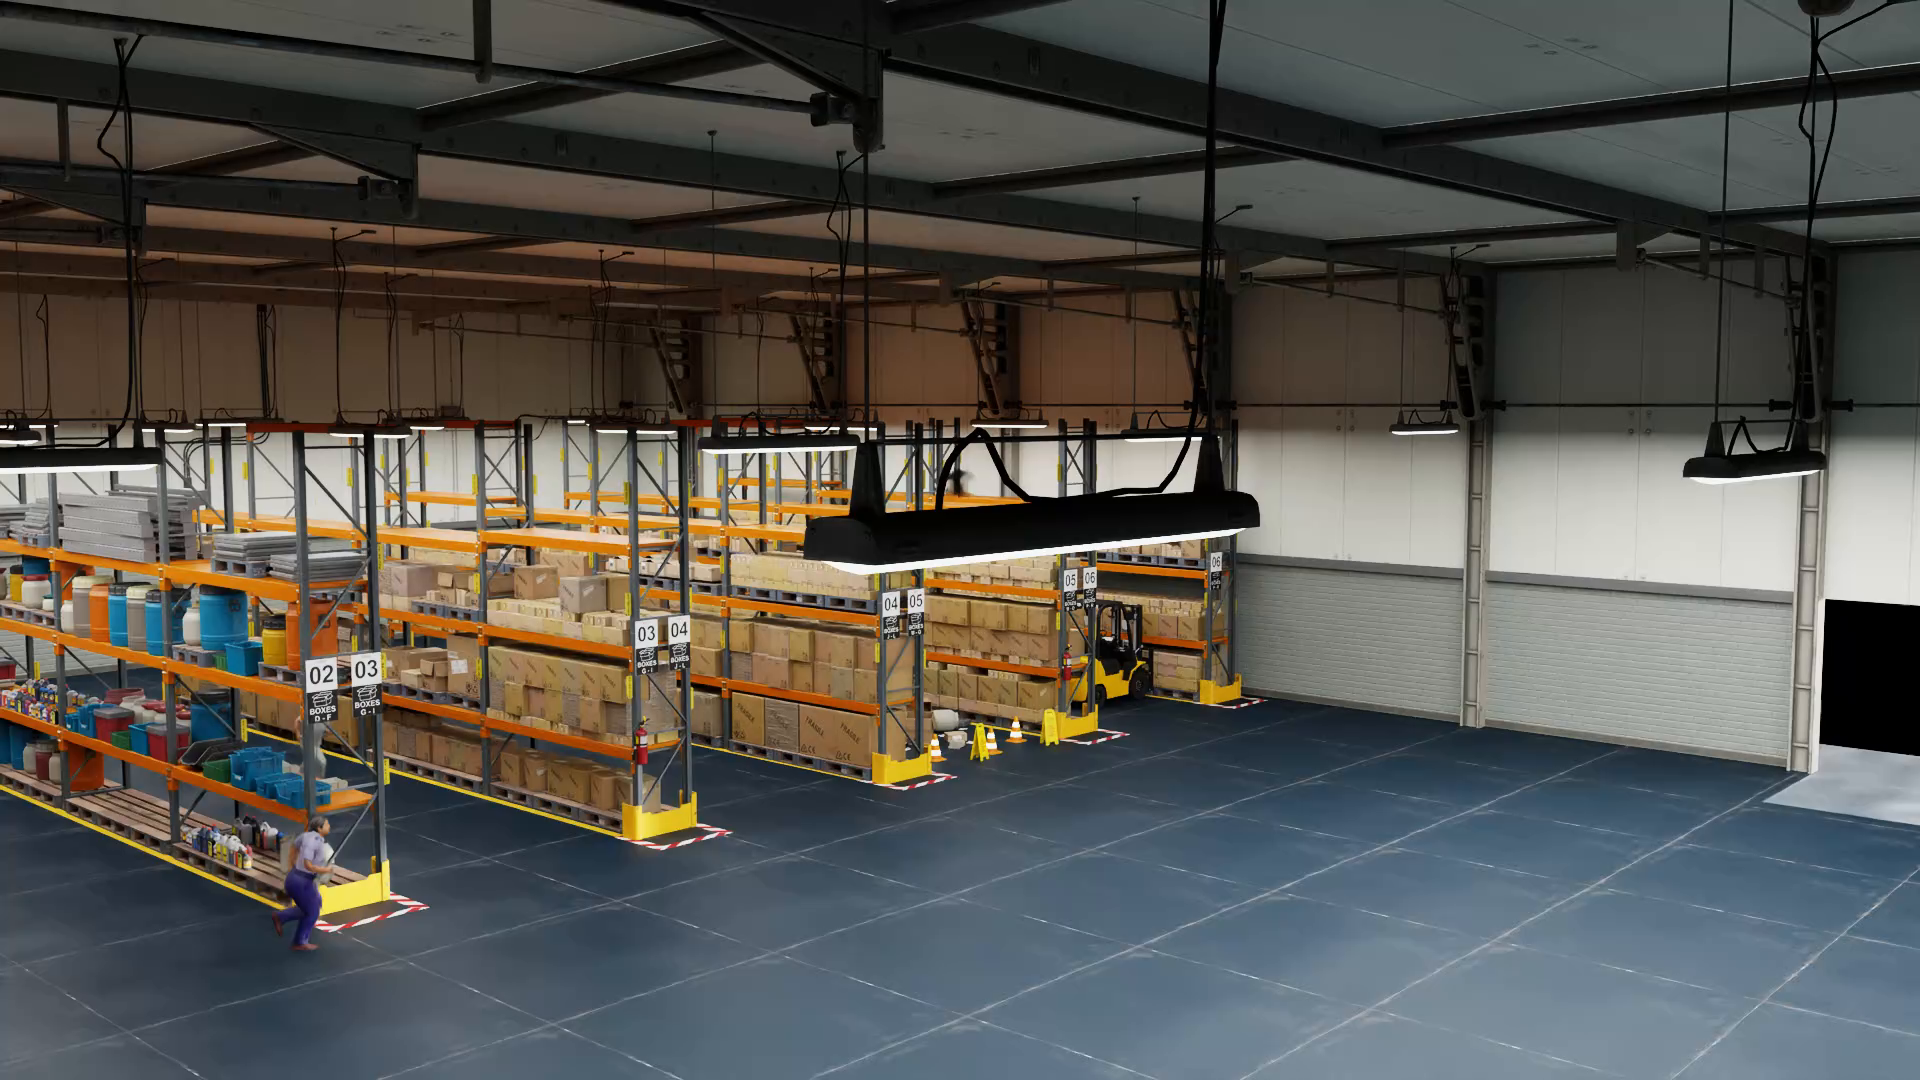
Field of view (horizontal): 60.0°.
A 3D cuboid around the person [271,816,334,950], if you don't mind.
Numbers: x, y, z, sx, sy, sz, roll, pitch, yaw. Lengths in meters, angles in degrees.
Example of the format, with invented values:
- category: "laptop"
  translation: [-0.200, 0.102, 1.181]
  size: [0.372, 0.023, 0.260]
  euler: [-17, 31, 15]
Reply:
- category: "person"
  translation: [-7.617, 3.999, 19.274]
  size: [0.682, 1.571, 0.591]
  euler: [-2, 5, -19]

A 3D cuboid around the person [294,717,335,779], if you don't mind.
- category: "person"
  translation: [-10.520, 3.372, 26.902]
  size: [0.954, 1.612, 0.612]
  euler: [2, 5, 26]
